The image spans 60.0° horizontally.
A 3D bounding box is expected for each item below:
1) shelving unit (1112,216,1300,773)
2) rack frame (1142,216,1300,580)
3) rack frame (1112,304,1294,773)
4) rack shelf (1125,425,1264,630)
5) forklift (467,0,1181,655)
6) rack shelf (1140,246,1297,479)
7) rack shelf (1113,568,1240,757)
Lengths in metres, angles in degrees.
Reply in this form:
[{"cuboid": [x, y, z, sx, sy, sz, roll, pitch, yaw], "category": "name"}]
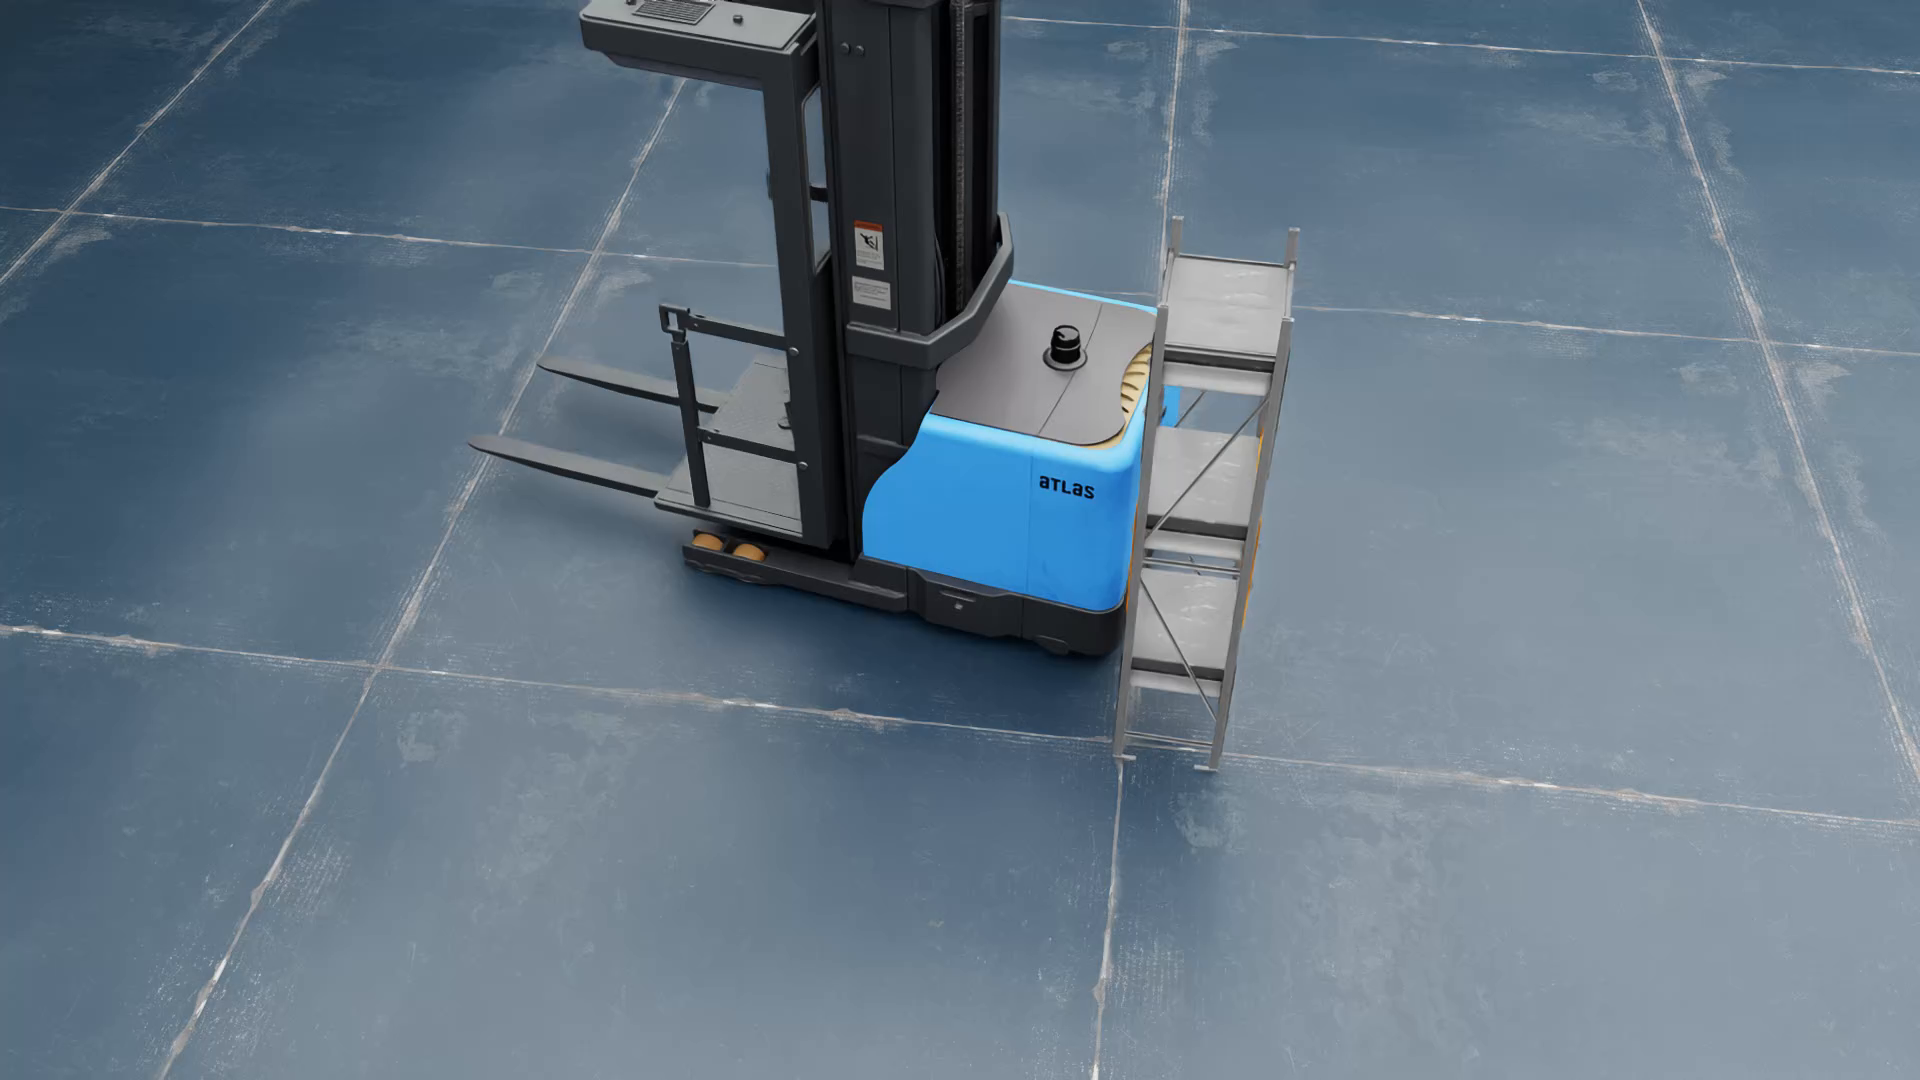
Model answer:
[{"cuboid": [0.827, -0.073, 5.800, 0.431, 2.100, 0.503, 7, 44, 8], "category": "shelving unit"}, {"cuboid": [0.871, -0.238, 5.974, 0.400, 2.100, 0.015, 7, 44, 8], "category": "rack frame"}, {"cuboid": [0.782, 0.092, 5.625, 0.400, 2.100, 0.015, 7, 44, 8], "category": "rack frame"}, {"cuboid": [0.827, -0.063, 5.809, 0.431, 0.518, 0.480, 7, 44, 8], "category": "rack shelf"}, {"cuboid": [-0.652, -1.211, 6.397, 3.031, 2.935, 1.130, 13, 45, 14], "category": "forklift"}, {"cuboid": [0.827, -0.571, 5.328, 0.431, 0.518, 0.480, 7, 44, 8], "category": "rack shelf"}, {"cuboid": [0.827, 0.445, 6.290, 0.431, 0.518, 0.480, 7, 44, 8], "category": "rack shelf"}]
